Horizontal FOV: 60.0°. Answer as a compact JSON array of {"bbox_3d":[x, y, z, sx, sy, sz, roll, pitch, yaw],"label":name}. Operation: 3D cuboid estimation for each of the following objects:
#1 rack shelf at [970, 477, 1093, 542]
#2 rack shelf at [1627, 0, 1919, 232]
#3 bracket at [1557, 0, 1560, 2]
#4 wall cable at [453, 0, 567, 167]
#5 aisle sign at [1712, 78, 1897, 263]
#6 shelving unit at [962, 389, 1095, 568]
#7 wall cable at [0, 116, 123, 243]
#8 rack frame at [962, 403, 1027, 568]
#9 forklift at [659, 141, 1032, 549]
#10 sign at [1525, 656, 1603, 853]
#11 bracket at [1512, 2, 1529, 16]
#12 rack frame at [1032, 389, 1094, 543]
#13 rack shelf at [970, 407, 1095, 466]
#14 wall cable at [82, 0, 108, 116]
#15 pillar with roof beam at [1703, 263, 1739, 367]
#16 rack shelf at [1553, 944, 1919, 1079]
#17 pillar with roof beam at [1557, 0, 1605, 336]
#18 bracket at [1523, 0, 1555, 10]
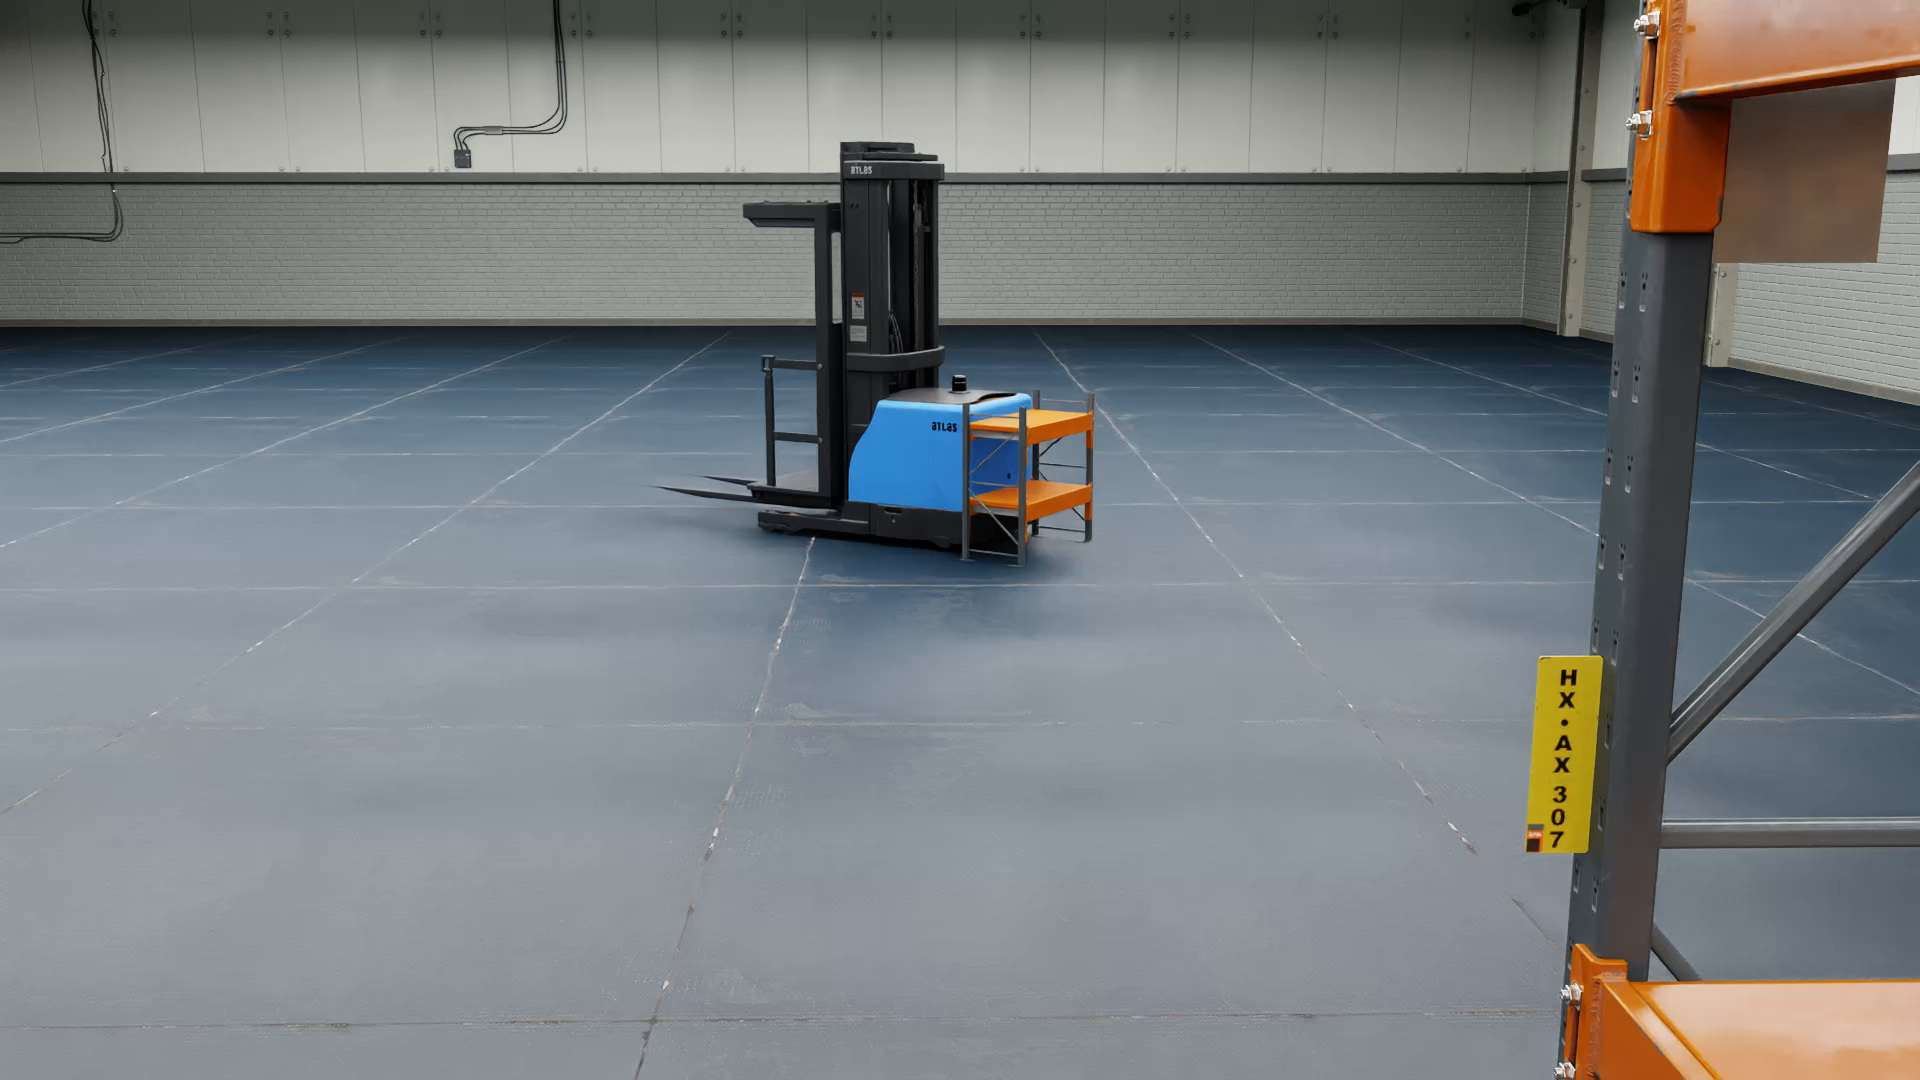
[{"bbox_3d":[0.502,-0.230,12.091,0.538,0.278,1.000,7,13,31],"label":"rack shelf"},{"bbox_3d":[1.548,-0.244,0.483,1.077,0.370,4.000,0,11,-1],"label":"rack shelf"},{"bbox_3d":[11.307,-10.178,31.041,0.235,0.232,0.430,0,11,-1],"label":"bracket"},{"bbox_3d":[-9.070,-10.497,33.114,2.305,6.003,0.169,0,11,-1],"label":"wall cable"},{"bbox_3d":[1.212,-0.811,2.475,0.394,0.787,0.004,0,11,-1],"label":"aisle sign"},{"bbox_3d":[0.502,-0.469,12.043,0.538,1.125,1.048,7,13,31],"label":"shelving unit"},{"bbox_3d":[-18.561,-7.273,33.584,3.097,2.526,0.112,0,11,-1],"label":"wall cable"},{"bbox_3d":[0.237,-0.383,11.618,0.500,1.125,0.032,7,13,31],"label":"rack frame"},{"bbox_3d":[-0.980,-1.562,12.886,3.031,2.935,1.130,6,13,29],"label":"forklift"},{"bbox_3d":[0.956,0.342,2.635,0.100,0.325,0.005,0,11,-1],"label":"sign"},{"bbox_3d":[11.258,-10.649,33.363,0.235,0.232,0.430,0,11,-1],"label":"bracket"},{"bbox_3d":[0.768,-0.555,12.467,0.500,1.125,0.032,7,13,31],"label":"rack frame"},{"bbox_3d":[0.503,-0.756,11.985,0.538,0.278,1.000,7,13,31],"label":"rack shelf"},{"bbox_3d":[-15.857,-9.759,33.137,3.097,2.526,0.112,0,11,-1],"label":"wall cable"},{"bbox_3d":[7.491,-7.122,25.034,9.100,9.000,0.400,0,11,-1],"label":"pillar with roof beam"},{"bbox_3d":[1.548,1.226,0.781,1.077,0.370,4.000,0,11,-1],"label":"rack shelf"},{"bbox_3d":[7.367,-8.315,30.913,9.100,9.000,0.548,0,11,-1],"label":"pillar with roof beam"},{"bbox_3d":[11.270,-10.532,32.785,0.076,0.066,3.189,0,11,-1],"label":"bracket"}]
